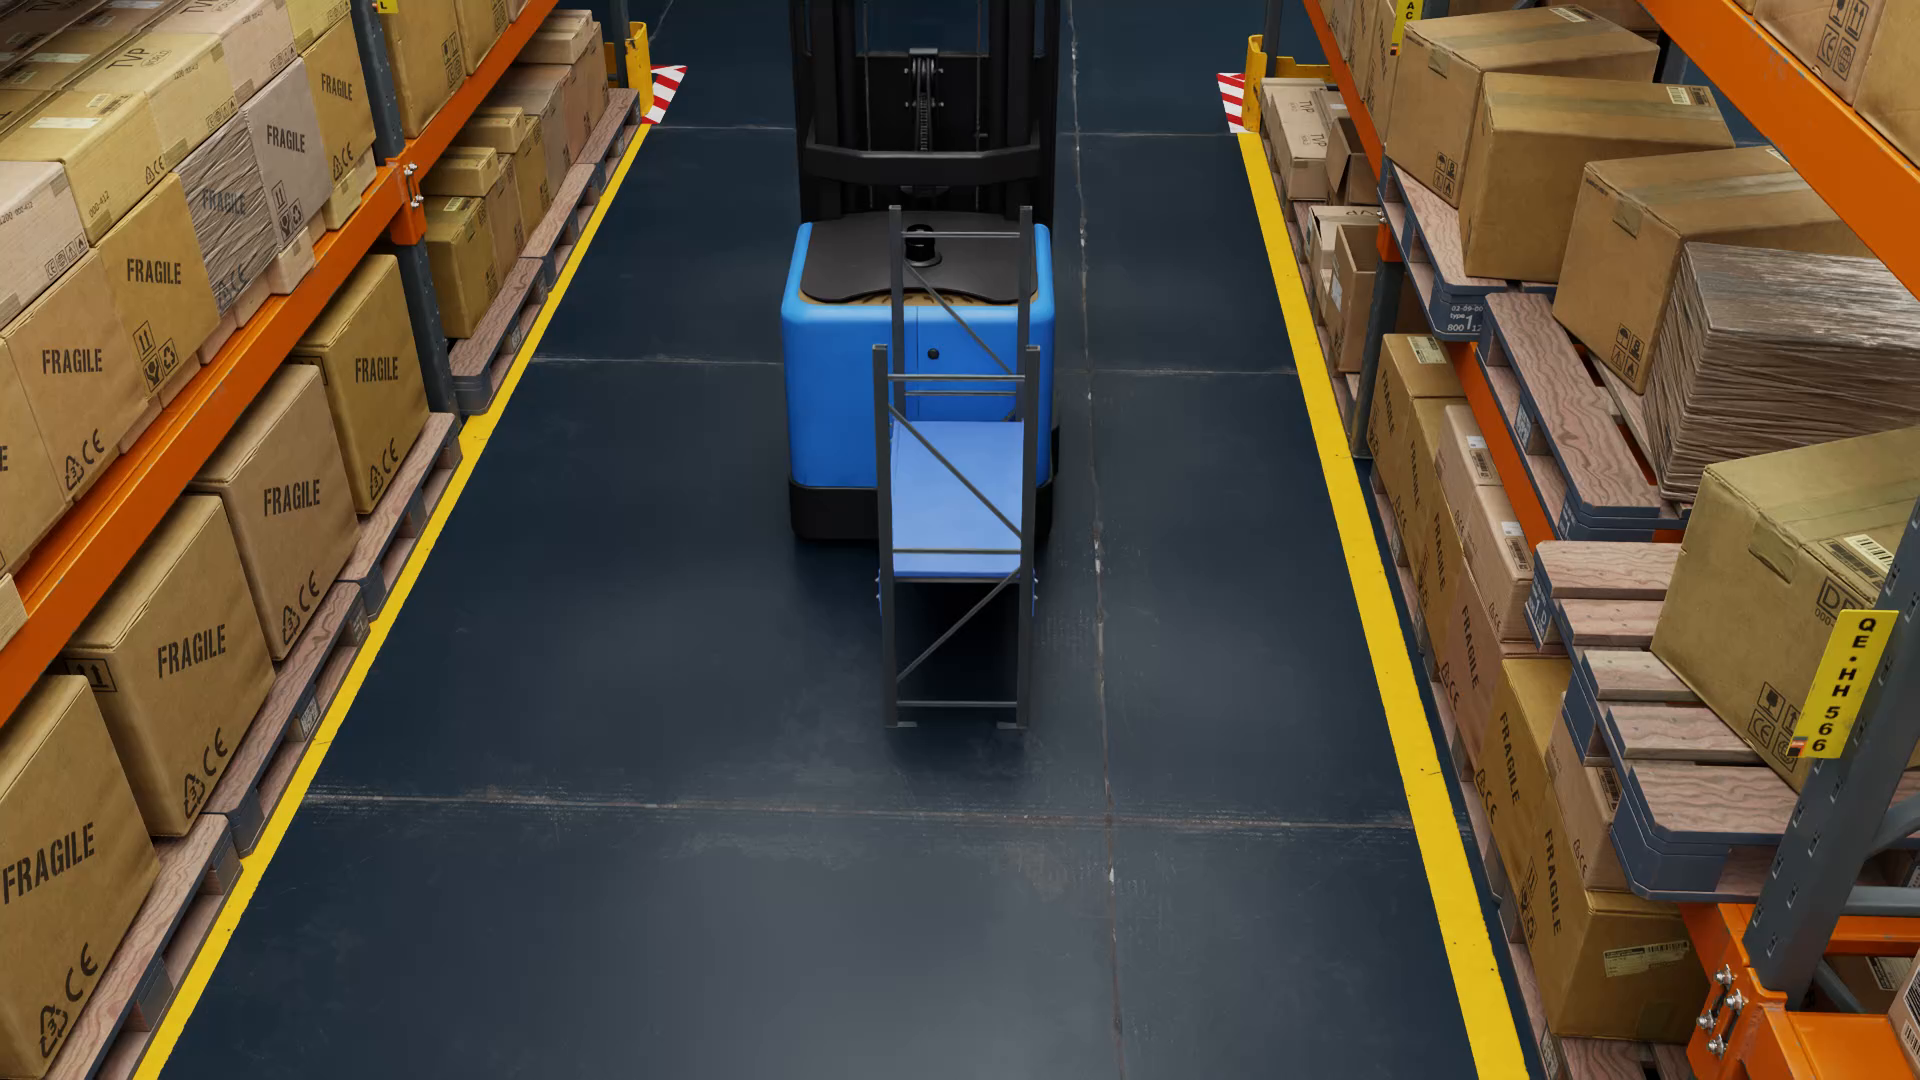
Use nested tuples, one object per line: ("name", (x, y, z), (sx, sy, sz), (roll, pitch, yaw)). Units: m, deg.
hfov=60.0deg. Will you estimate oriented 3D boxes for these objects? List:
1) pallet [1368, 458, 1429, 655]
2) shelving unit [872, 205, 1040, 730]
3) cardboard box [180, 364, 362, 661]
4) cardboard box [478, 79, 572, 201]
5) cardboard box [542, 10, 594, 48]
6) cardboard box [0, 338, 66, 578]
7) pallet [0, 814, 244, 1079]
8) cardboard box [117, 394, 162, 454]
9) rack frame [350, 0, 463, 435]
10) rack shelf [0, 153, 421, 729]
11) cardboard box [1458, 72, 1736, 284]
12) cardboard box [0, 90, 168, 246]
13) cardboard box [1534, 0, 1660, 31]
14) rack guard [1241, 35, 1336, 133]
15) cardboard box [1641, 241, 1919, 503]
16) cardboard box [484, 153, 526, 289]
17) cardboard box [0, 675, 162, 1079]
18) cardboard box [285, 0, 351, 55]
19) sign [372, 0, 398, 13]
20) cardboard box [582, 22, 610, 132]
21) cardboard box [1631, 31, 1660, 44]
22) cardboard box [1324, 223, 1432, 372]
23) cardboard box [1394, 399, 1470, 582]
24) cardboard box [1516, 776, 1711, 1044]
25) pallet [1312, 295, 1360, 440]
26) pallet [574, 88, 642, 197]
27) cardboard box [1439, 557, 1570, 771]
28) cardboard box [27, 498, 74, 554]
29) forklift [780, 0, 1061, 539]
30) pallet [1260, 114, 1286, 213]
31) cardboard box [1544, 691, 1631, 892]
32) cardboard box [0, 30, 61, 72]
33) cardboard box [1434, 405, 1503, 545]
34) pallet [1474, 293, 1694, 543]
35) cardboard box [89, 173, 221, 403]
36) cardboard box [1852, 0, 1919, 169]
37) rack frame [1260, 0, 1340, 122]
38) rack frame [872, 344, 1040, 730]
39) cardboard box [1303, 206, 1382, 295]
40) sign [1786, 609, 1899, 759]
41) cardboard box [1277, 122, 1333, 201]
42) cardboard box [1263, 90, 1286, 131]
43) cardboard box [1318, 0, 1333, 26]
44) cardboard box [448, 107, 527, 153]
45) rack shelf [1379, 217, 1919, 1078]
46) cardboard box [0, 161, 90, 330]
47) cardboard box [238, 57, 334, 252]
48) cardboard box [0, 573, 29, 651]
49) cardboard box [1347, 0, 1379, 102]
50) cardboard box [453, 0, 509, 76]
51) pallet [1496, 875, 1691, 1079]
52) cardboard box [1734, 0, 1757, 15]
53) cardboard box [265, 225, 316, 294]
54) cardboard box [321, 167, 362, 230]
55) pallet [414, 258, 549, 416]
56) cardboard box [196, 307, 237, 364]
("pallet", (2.219, 0.010, 6.552), (1.003, 0.211, 1.213), (1, 35, 2))
("shelving unit", (-0.004, -0.253, 5.805), (0.538, 1.500, 1.048), (0, 35, 1))
("cardboard box", (-2.665, -0.116, 5.811), (0.750, 0.750, 0.750), (2, 35, 3))
("cardboard box", (-2.543, -2.178, 9.049), (0.700, 0.500, 0.500), (0, 35, 0))
("cardboard box", (-2.327, -2.942, 9.571), (0.380, 0.149, 0.250), (1, 35, 1))
("cardboard box", (-2.591, -0.158, 4.003), (0.500, 0.500, 0.500), (2, 35, 3))
("pallet", (-2.790, 1.276, 4.750), (1.003, 0.211, 1.213), (1, 35, 2))
("cardboard box", (-2.602, -0.384, 4.889), (0.380, 0.149, 0.250), (2, 35, 2))
("rack frame", (-2.736, -1.711, 6.576), (1.000, 3.000, 0.127), (1, 35, 2))
("rack shelf", (-2.817, -0.268, 5.148), (1.077, 0.370, 4.000), (1, 35, 2))
("cardboard box", (2.007, -1.148, 5.323), (0.700, 0.500, 0.500), (7, 36, 9))
("cardboard box", (-2.570, -1.035, 4.599), (0.500, 0.250, 0.500), (1, 35, 1))
("cardboard box", (2.514, -2.313, 6.476), (0.500, 0.500, 0.500), (2, 35, 3))
("rack guard", (2.371, -2.831, 10.343), (1.175, 0.500, 0.348), (1, 35, 2))
("cardboard box", (2.193, -0.399, 4.257), (0.700, 0.500, 0.500), (8, 36, 11))
("cardboard box", (-2.580, -1.576, 8.193), (0.700, 0.500, 0.500), (1, 35, 1))
("cardboard box", (-2.736, 0.875, 4.401), (0.750, 0.750, 0.750), (1, 35, 1))
("cardboard box", (-2.499, -1.915, 5.850), (0.500, 0.250, 0.500), (2, 35, 3))
("sign", (-2.194, -2.146, 6.256), (0.100, 0.325, 0.005), (1, 35, 2))
("cardboard box", (-2.504, -2.754, 9.869), (0.700, 0.500, 0.500), (1, 35, 2))
("cardboard box", (2.506, -1.927, 6.796), (0.500, 0.500, 0.500), (2, 35, 3))
("cardboard box", (1.953, -1.090, 7.484), (0.500, 0.500, 0.500), (1, 35, 2))
("cardboard box", (1.940, -0.177, 6.185), (0.500, 0.500, 0.500), (2, 35, 3))
("cardboard box", (1.856, 0.999, 4.511), (0.500, 0.500, 0.500), (3, 35, 4))
("pallet", (2.242, -0.853, 7.780), (1.003, 0.211, 1.213), (1, 35, 2))
("pallet", (-2.530, -2.407, 9.992), (1.003, 0.211, 1.213), (1, 35, 2))
("cardboard box", (1.892, 0.400, 5.363), (0.500, 0.500, 0.500), (0, 35, 0))
("cardboard box", (-2.650, -0.094, 4.477), (0.380, 0.149, 0.250), (2, 35, 3))
("forklift", (-0.138, -2.012, 7.064), (1.130, 2.935, 3.031), (0, 35, 1))
("pallet", (2.340, -2.255, 9.775), (1.003, 0.211, 1.213), (1, 35, 2))
("cardboard box", (1.854, 0.660, 4.342), (0.500, 0.250, 0.500), (3, 35, 4))
("cardboard box", (-3.044, -1.342, 5.035), (0.500, 0.250, 0.500), (0, 35, 0))
("cardboard box", (1.910, -0.216, 5.588), (0.500, 0.250, 0.500), (1, 35, 2))
("pallet", (2.126, -0.340, 4.792), (1.003, 0.211, 1.213), (1, 35, 2))
("cardboard box", (-2.557, -0.742, 4.834), (0.500, 0.500, 0.500), (2, 35, 3))
("cardboard box", (2.037, -0.821, 2.613), (0.910, 0.500, 0.500), (1, 35, 2))
("rack frame", (2.374, -3.897, 9.687), (1.000, 3.000, 0.127), (1, 35, 2))
("rack frame", (-0.011, 0.039, 5.390), (0.500, 1.500, 0.032), (0, 35, 1))
("cardboard box", (1.983, -1.444, 8.151), (0.500, 0.311, 0.500), (1, 35, 2))
("sign", (1.510, 0.251, 2.847), (0.100, 0.325, 0.005), (1, 35, 2))
("cardboard box", (2.029, -2.072, 9.098), (0.500, 0.250, 0.500), (1, 35, 2))
("cardboard box", (2.004, -2.542, 9.839), (0.380, 0.166, 0.250), (1, 35, 2))
("cardboard box", (2.033, -2.817, 8.063), (0.500, 0.500, 0.500), (2, 35, 3))
("cardboard box", (-2.387, -2.046, 8.296), (0.380, 0.149, 0.250), (0, 35, 1))
("rack shelf", (2.133, -0.156, 4.988), (1.077, 0.370, 4.000), (1, 35, 2))
("cardboard box", (-2.584, -0.742, 4.182), (0.500, 0.250, 0.500), (2, 35, 2))
("cardboard box", (-2.514, -1.318, 5.653), (0.500, 0.500, 0.500), (2, 35, 2))
("cardboard box", (-2.538, 0.202, 4.055), (0.380, 0.149, 0.250), (2, 35, 3))
("cardboard box", (1.997, -2.229, 7.226), (0.500, 0.500, 0.500), (2, 35, 3))
("cardboard box", (-2.663, -2.565, 7.530), (0.980, 0.700, 0.700), (0, 35, 1))
("pallet", (2.121, 1.412, 4.558), (1.003, 0.211, 1.213), (1, 35, 2))
("cardboard box", (2.078, -1.412, 3.455), (0.910, 0.500, 0.500), (1, 35, 2))
("cardboard box", (-2.461, -0.970, 5.722), (0.380, 0.149, 0.250), (1, 35, 2))
("cardboard box", (-2.453, -1.270, 6.150), (0.380, 0.149, 0.250), (2, 35, 3))
("pallet", (-2.628, -1.006, 7.997), (1.003, 0.211, 1.213), (1, 35, 2))
("cardboard box", (-2.562, -0.687, 5.320), (0.380, 0.149, 0.250), (0, 35, 1))
